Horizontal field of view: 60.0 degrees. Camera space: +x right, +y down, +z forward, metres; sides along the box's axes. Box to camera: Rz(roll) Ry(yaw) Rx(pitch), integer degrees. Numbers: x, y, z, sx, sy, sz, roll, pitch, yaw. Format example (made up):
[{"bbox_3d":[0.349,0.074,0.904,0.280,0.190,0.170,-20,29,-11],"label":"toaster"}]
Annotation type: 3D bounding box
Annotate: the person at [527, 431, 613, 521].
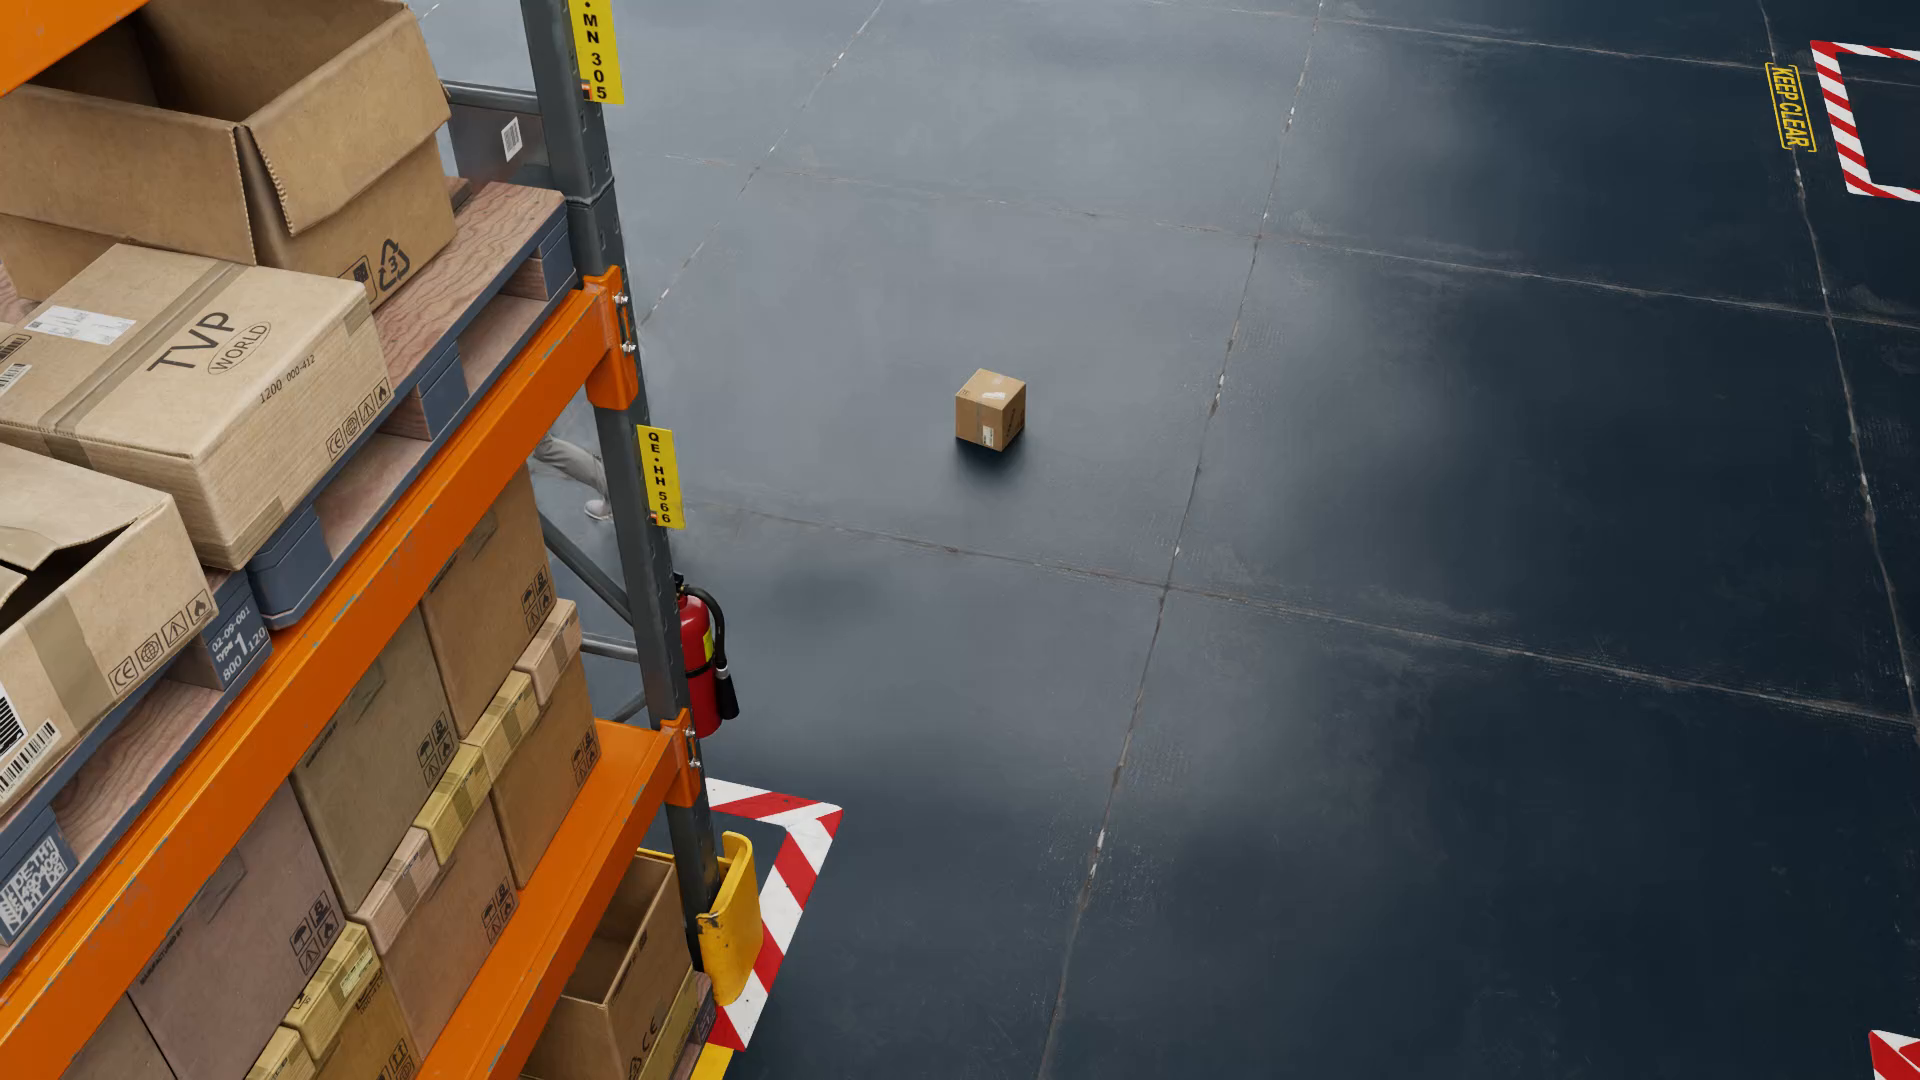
[{"bbox_3d":[-1.899,-0.607,6.824,0.988,1.643,0.507,1,41,1],"label":"person"}]
